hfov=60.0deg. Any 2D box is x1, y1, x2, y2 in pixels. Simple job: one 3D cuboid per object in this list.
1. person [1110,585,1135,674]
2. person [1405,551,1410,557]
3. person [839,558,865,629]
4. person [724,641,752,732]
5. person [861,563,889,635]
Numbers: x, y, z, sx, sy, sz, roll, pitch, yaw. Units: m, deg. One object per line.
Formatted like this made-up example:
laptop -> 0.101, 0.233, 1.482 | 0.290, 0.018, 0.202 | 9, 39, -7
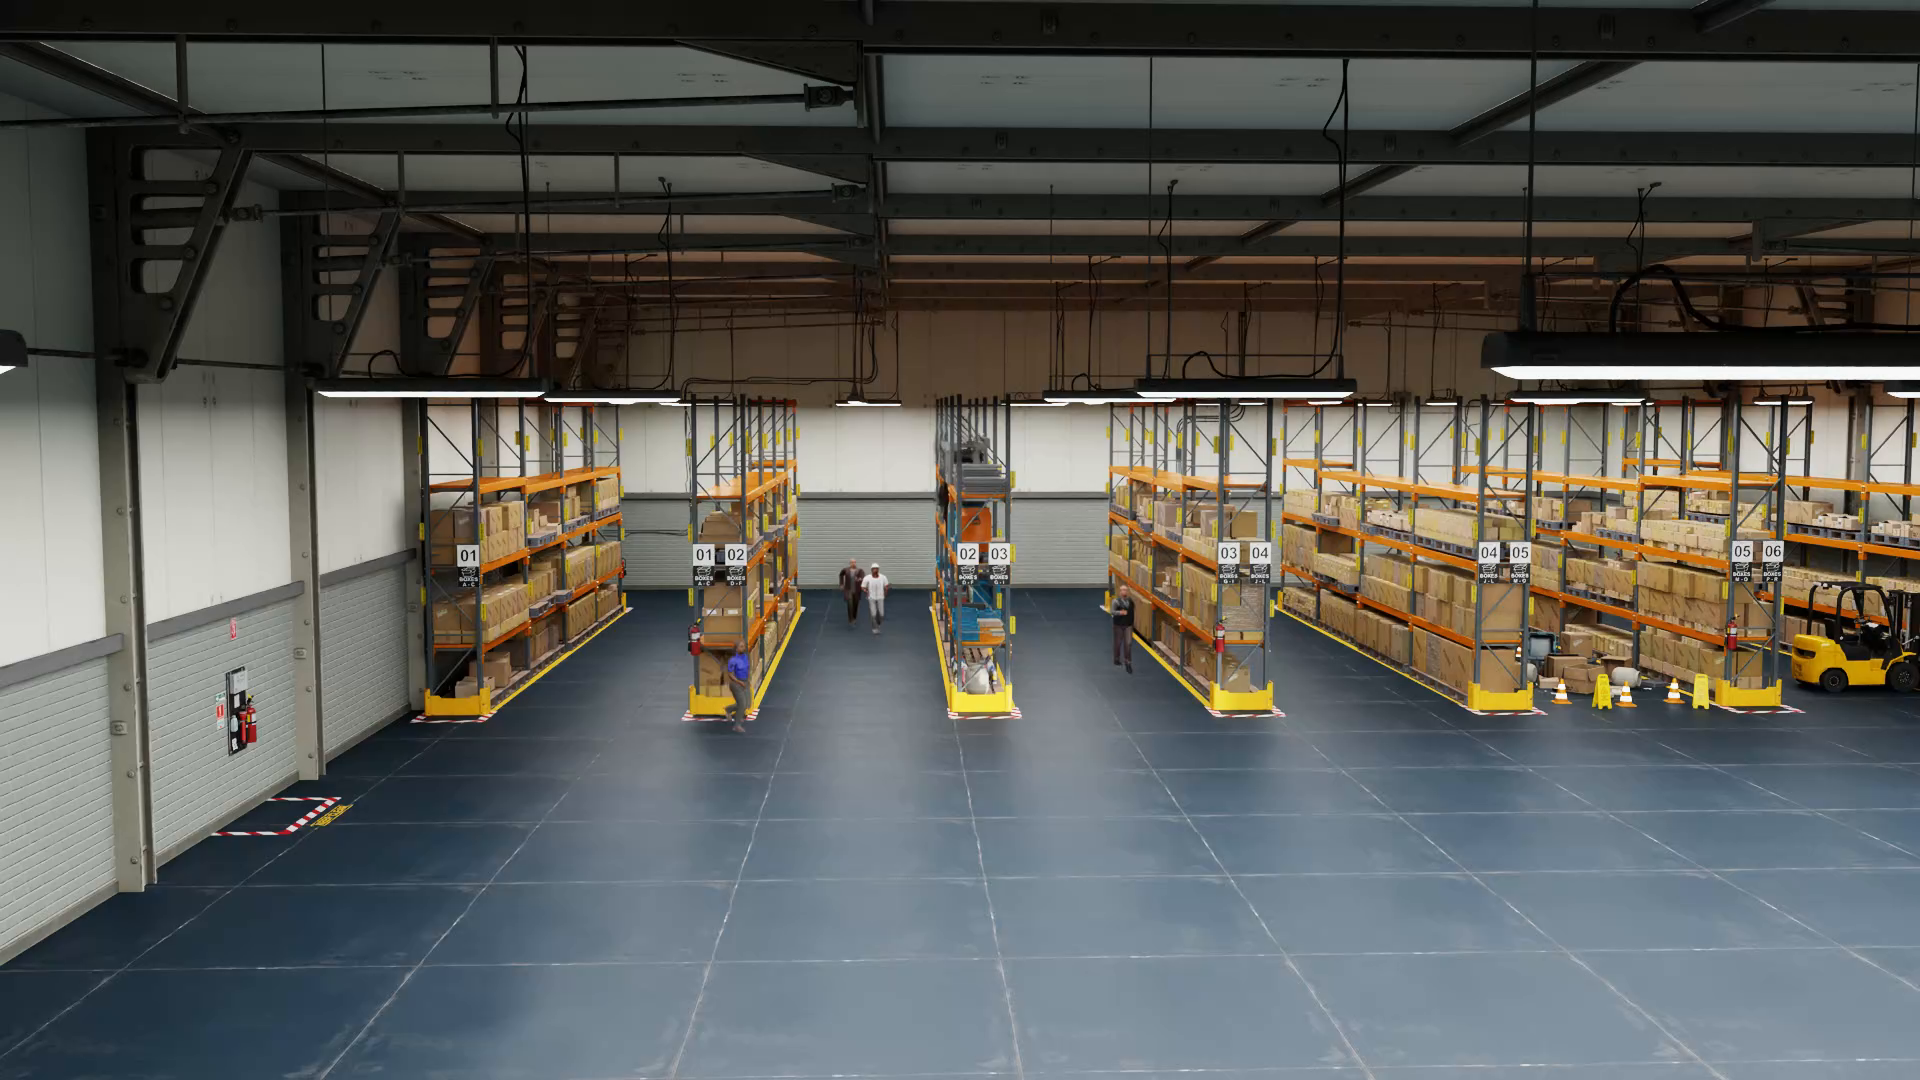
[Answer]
person -> 3.427, 1.859, 34.758 | 0.649, 1.826, 0.714 | -1, 5, -14
person -> 13.311, 1.033, 49.296 | 0.564, 1.628, 0.530 | 0, 4, -2
person -> -2.812, 1.373, 43.686 | 0.680, 1.811, 1.003 | -1, 5, -10
person -> -3.956, 2.602, 29.616 | 0.630, 1.615, 0.603 | 3, 5, 31
person -> -2.021, 1.438, 40.049 | 0.692, 1.756, 0.558 | -1, 5, -11
